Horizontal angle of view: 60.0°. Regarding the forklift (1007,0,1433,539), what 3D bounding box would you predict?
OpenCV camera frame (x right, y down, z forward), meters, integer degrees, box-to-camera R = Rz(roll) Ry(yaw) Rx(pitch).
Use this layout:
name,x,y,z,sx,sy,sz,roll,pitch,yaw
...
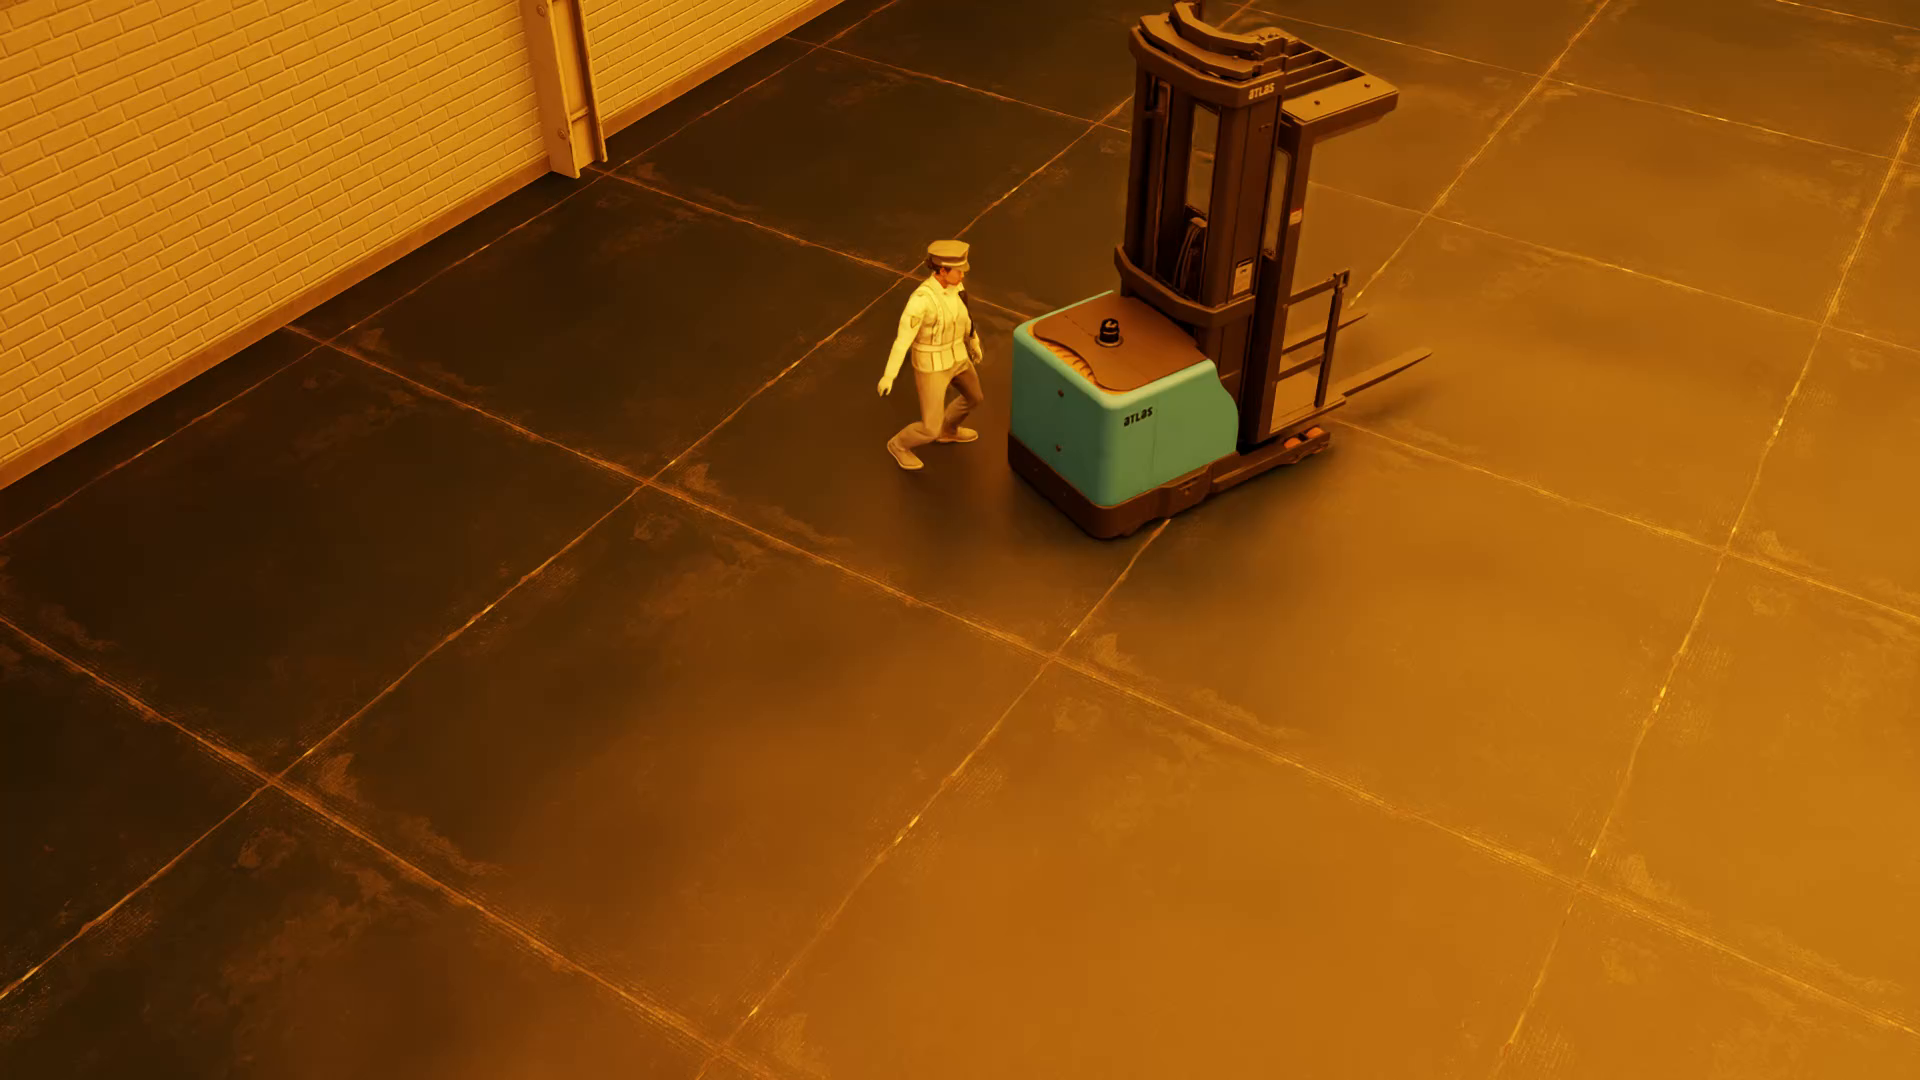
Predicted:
name,x,y,z,sx,sy,sz,roll,pitch,yaw
forklift,1.813,-1.875,10.179,3.031,2.935,1.130,-24,46,-25

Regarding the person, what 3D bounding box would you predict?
name,x,y,z,sx,sy,sz,roll,pitch,yaw
person,-0.187,-1.121,10.341,0.453,1.592,0.813,31,49,31
